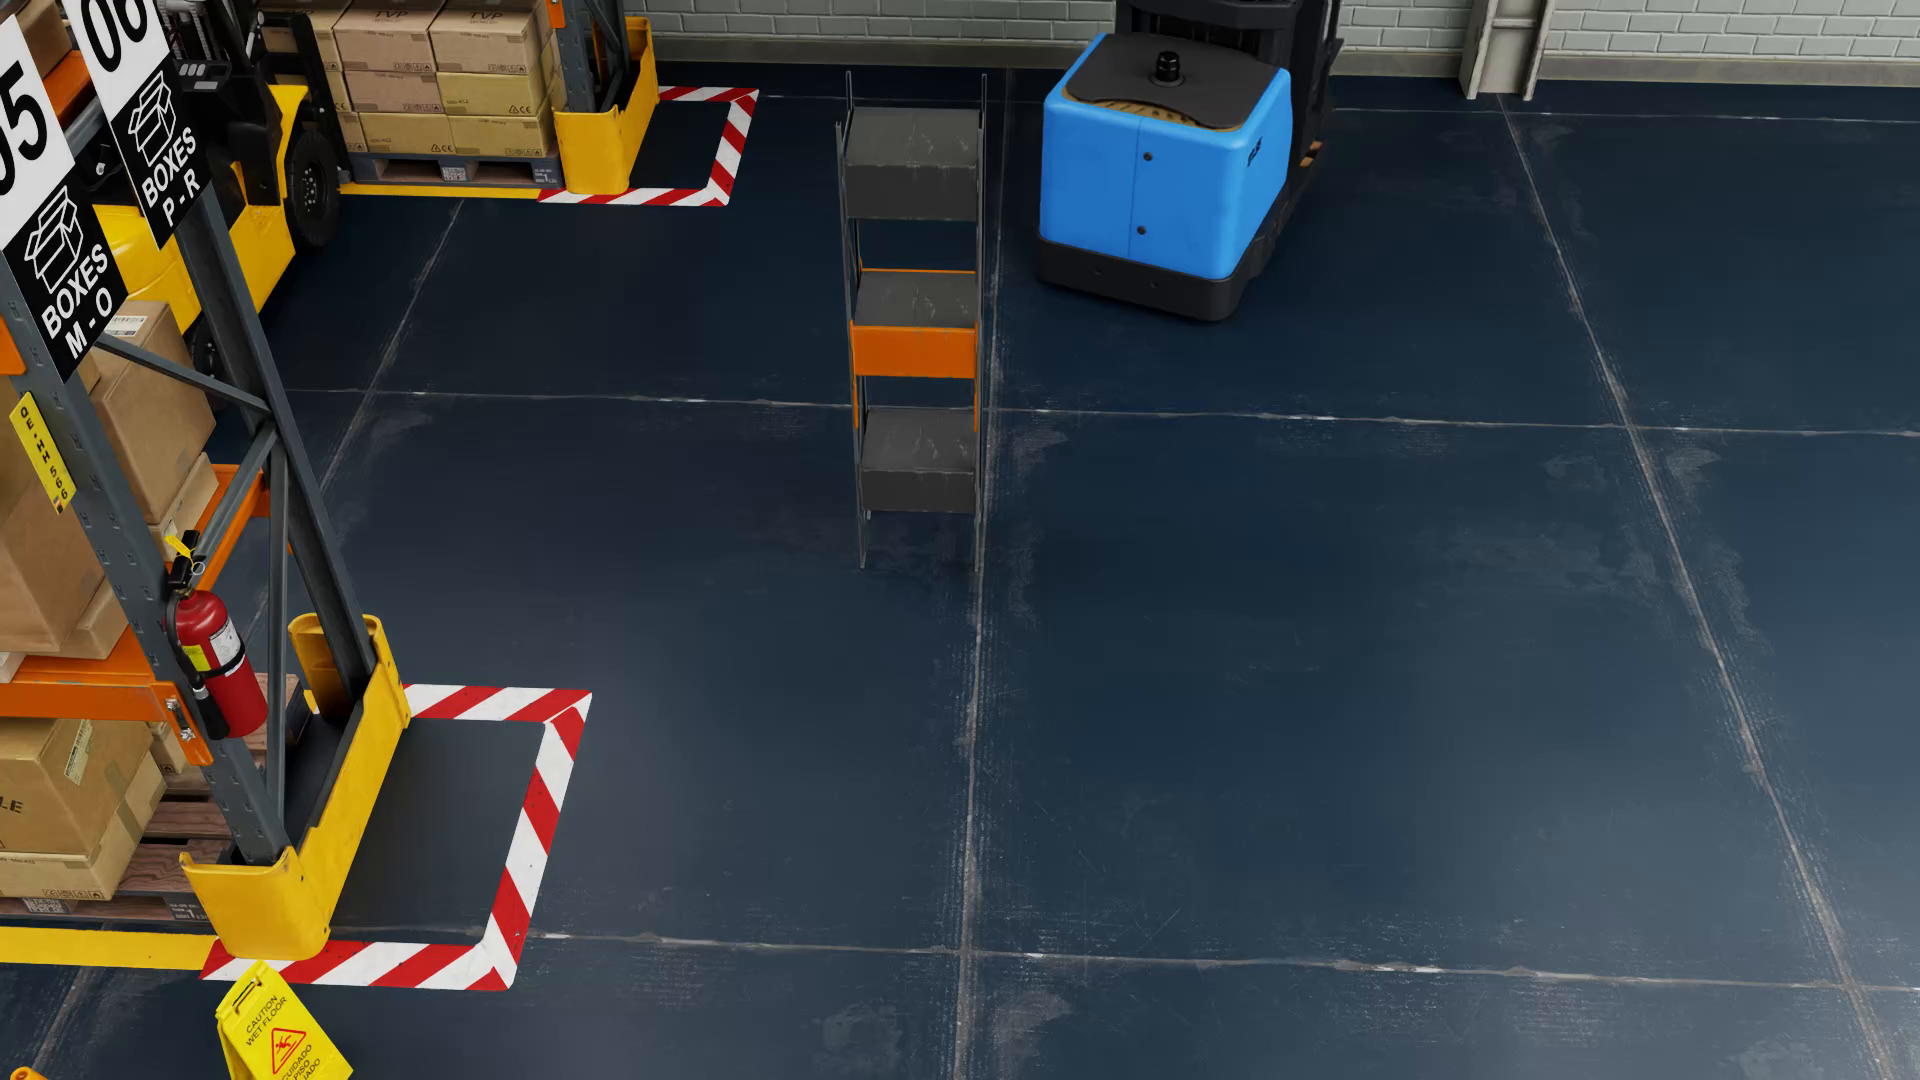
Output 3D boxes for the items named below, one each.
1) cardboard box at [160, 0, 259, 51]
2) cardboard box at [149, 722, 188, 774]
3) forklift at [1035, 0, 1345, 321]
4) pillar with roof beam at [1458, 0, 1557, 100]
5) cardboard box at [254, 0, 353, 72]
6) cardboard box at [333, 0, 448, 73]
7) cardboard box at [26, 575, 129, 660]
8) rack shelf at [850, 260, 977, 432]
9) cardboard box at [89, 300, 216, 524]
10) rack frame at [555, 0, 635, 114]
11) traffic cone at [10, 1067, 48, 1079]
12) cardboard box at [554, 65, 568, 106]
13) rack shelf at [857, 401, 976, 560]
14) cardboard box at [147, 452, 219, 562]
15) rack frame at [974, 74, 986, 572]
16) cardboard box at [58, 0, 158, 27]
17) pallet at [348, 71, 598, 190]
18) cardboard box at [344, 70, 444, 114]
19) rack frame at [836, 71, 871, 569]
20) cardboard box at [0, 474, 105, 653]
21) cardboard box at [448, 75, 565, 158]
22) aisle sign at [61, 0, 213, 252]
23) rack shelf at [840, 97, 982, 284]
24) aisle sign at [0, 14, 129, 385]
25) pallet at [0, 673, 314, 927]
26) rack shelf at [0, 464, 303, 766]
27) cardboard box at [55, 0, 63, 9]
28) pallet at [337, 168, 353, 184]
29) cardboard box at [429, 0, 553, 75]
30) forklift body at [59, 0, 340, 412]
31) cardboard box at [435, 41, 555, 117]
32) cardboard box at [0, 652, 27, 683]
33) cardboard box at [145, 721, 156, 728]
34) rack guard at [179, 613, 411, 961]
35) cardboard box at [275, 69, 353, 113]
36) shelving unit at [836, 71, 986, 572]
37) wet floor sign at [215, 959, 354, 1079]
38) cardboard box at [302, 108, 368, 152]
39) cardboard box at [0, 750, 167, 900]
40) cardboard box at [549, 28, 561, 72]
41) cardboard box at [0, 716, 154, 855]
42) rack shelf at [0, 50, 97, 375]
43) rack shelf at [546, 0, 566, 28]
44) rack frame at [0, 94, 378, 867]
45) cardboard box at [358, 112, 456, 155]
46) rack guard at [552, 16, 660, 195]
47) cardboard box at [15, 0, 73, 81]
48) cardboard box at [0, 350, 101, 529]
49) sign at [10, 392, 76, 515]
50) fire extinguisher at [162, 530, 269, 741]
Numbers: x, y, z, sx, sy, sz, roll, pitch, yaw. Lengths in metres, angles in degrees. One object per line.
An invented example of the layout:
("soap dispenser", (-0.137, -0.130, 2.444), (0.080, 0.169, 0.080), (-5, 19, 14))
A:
("cardboard box", (-4.043, -2.791, 9.021), (0.500, 0.250, 0.500), (1, 43, 1))
("cardboard box", (-3.062, 0.585, 6.130), (0.500, 0.250, 0.500), (1, 43, 2))
("forklift", (1.449, -3.179, 8.512), (1.130, 2.935, 3.031), (17, 46, 17))
("pillar with roof beam", (3.096, -3.149, 4.028), (0.400, 9.000, 9.100), (2, 43, 2))
("cardboard box", (-3.538, -2.770, 8.998), (0.500, 0.250, 0.500), (2, 43, 2))
("cardboard box", (-3.033, -2.761, 8.989), (0.500, 0.250, 0.500), (2, 43, 3))
("cardboard box", (-2.652, 0.172, 5.049), (0.250, 0.149, 0.380), (3, 43, 3))
("rack shelf", (-0.165, -0.763, 6.549), (0.480, 0.518, 0.431), (2, 43, 2))
("cardboard box", (-2.729, -0.403, 5.191), (0.500, 0.500, 0.500), (1, 43, 1))
("rack frame", (-2.049, -3.434, 8.736), (0.127, 3.000, 1.000), (2, 43, 2))
("traffic cone", (-2.756, 1.739, 5.044), (0.334, 0.463, 0.336), (2, 43, 2))
("cardboard box", (-2.530, -2.730, 9.689), (0.500, 0.250, 0.500), (2, 43, 2))
("rack shelf", (-0.165, -0.251, 7.026), (0.480, 0.518, 0.431), (2, 43, 2))
("cardboard box", (-2.598, -0.114, 5.356), (0.250, 0.149, 0.380), (2, 43, 2))
("rack frame", (0.078, -0.766, 6.532), (0.015, 2.100, 0.400), (2, 43, 2))
("cardboard box", (-4.567, -2.812, 9.044), (0.500, 0.250, 0.500), (3, 43, 3))
("pallet", (-2.814, -2.409, 9.681), (1.213, 0.211, 1.003), (2, 43, 2))
("cardboard box", (-3.049, -2.590, 9.172), (0.500, 0.250, 0.500), (1, 43, 1))
("rack frame", (-0.409, -0.781, 6.548), (0.015, 2.100, 0.400), (2, 43, 2))
("cardboard box", (-2.823, -0.029, 4.789), (0.500, 0.500, 0.500), (1, 43, 1))
("cardboard box", (-2.532, -2.381, 9.315), (0.500, 0.250, 0.500), (2, 43, 2))
("aisle sign", (-2.193, -1.215, 4.446), (0.004, 0.787, 0.394), (2, 43, 2))
("rack shelf", (-0.165, -1.276, 6.072), (0.480, 0.518, 0.431), (2, 43, 2))
("aisle sign", (-2.220, -0.806, 4.008), (0.004, 0.787, 0.394), (2, 43, 2))
("pallet", (-3.154, 0.915, 6.113), (1.213, 0.211, 1.003), (2, 43, 2))
("rack shelf", (-4.266, 0.148, 5.419), (4.000, 0.370, 1.077), (2, 43, 2))
("cardboard box", (-5.065, -2.819, 9.052), (0.500, 0.250, 0.500), (2, 43, 2))
("pallet", (-4.030, -2.448, 9.723), (1.213, 0.211, 1.003), (2, 43, 2))
("cardboard box", (-2.523, -2.750, 8.976), (0.500, 0.250, 0.500), (3, 43, 3))
("forklift body", (-4.025, -1.940, 7.754), (1.214, 2.155, 2.313), (2, 43, 2))
("cardboard box", (-2.549, -2.567, 9.147), (0.500, 0.250, 0.500), (1, 43, 1))
("cardboard box", (-2.910, 0.240, 4.976), (0.250, 0.149, 0.380), (1, 43, 1))
("cardboard box", (-3.086, 0.310, 5.875), (0.500, 0.500, 0.500), (0, 43, 0))
("rack guard", (-2.344, 0.858, 5.962), (0.348, 0.500, 1.175), (2, 43, 2))
("cardboard box", (-3.566, -2.591, 9.173), (0.500, 0.250, 0.500), (1, 43, 1))
("shelving unit", (-0.165, -0.773, 6.540), (0.503, 2.100, 0.431), (2, 43, 2))
("wet floor sign", (-2.127, 1.542, 5.122), (0.232, 0.644, 0.267), (16, 45, 16))
("cardboard box", (-3.528, -2.424, 9.361), (0.500, 0.250, 0.500), (2, 43, 2))
("cardboard box", (-3.112, 0.956, 5.733), (0.500, 0.250, 0.500), (2, 43, 2))
("cardboard box", (-2.509, -2.921, 9.527), (0.500, 0.250, 0.500), (2, 43, 3))
("cardboard box", (-3.081, 0.677, 5.482), (0.500, 0.500, 0.500), (2, 43, 2))
("rack shelf", (-4.266, -0.950, 4.396), (4.000, 0.370, 1.077), (2, 43, 2))
("rack shelf", (-4.047, -3.233, 9.047), (4.000, 0.370, 1.077), (2, 43, 2))
("rack frame", (-2.268, -0.054, 5.108), (0.127, 3.000, 1.000), (2, 43, 2))
("cardboard box", (-3.029, -2.403, 9.338), (0.500, 0.250, 0.500), (2, 43, 2))
("rack guard", (-2.025, -2.519, 9.587), (0.348, 0.500, 1.175), (2, 43, 2))
("cardboard box", (-2.585, -1.291, 4.419), (0.250, 0.149, 0.380), (2, 43, 2))
("cardboard box", (-2.789, -0.433, 4.489), (0.500, 0.500, 0.700), (1, 43, 1))
("sign", (-2.313, -0.216, 4.200), (0.005, 0.325, 0.100), (2, 43, 2))
("fire extinguisher", (-2.175, 0.291, 4.793), (0.183, 0.674, 0.296), (2, 43, 2))
